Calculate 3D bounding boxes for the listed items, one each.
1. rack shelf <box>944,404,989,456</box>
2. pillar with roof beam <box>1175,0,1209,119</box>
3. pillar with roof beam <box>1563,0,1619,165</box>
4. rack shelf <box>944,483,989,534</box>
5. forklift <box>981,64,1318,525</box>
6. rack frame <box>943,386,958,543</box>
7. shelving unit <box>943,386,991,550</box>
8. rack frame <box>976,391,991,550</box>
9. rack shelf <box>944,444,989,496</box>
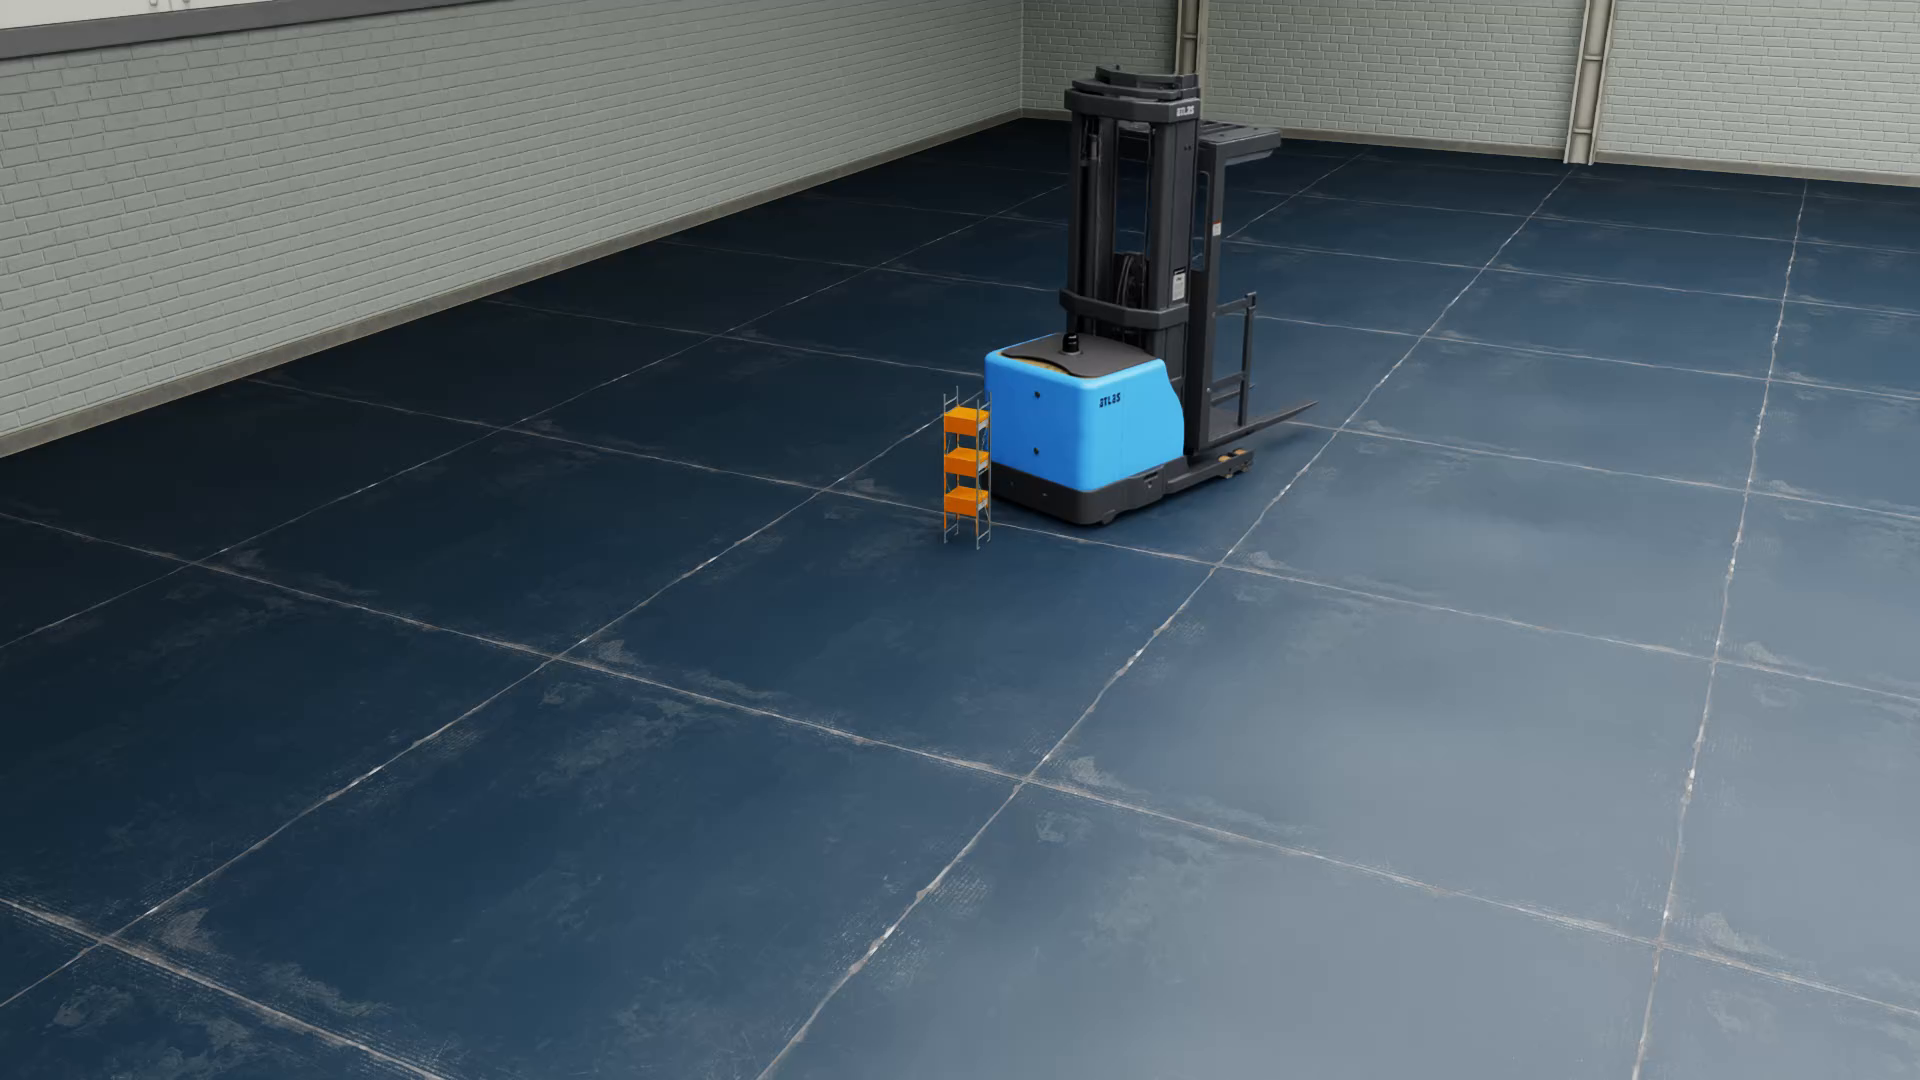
[{"bbox_3d":[0.048,-0.725,10.915,0.240,0.259,0.215,11,25,25],"label":"rack shelf"},{"bbox_3d":[1.691,-9.183,21.345,0.400,9.000,9.100,11,25,25],"label":"pillar with roof beam"},{"bbox_3d":[7.046,-8.124,18.853,0.400,9.000,9.100,11,25,25],"label":"pillar with roof beam"},{"bbox_3d":[0.048,-0.208,11.135,0.240,0.259,0.215,11,25,25],"label":"rack shelf"},{"bbox_3d":[1.555,-1.933,12.050,3.031,2.935,1.130,-21,31,-40],"label":"forklift"},{"bbox_3d":[-0.061,-0.495,11.073,0.008,1.050,0.200,11,25,25],"label":"rack frame"},{"bbox_3d":[0.048,-0.474,11.022,0.252,1.050,0.215,11,25,25],"label":"shelving unit"},{"bbox_3d":[0.157,-0.452,10.972,0.008,1.050,0.200,11,25,25],"label":"rack frame"},{"bbox_3d":[0.048,-0.464,11.026,0.240,0.259,0.215,11,25,25],"label":"rack shelf"}]
